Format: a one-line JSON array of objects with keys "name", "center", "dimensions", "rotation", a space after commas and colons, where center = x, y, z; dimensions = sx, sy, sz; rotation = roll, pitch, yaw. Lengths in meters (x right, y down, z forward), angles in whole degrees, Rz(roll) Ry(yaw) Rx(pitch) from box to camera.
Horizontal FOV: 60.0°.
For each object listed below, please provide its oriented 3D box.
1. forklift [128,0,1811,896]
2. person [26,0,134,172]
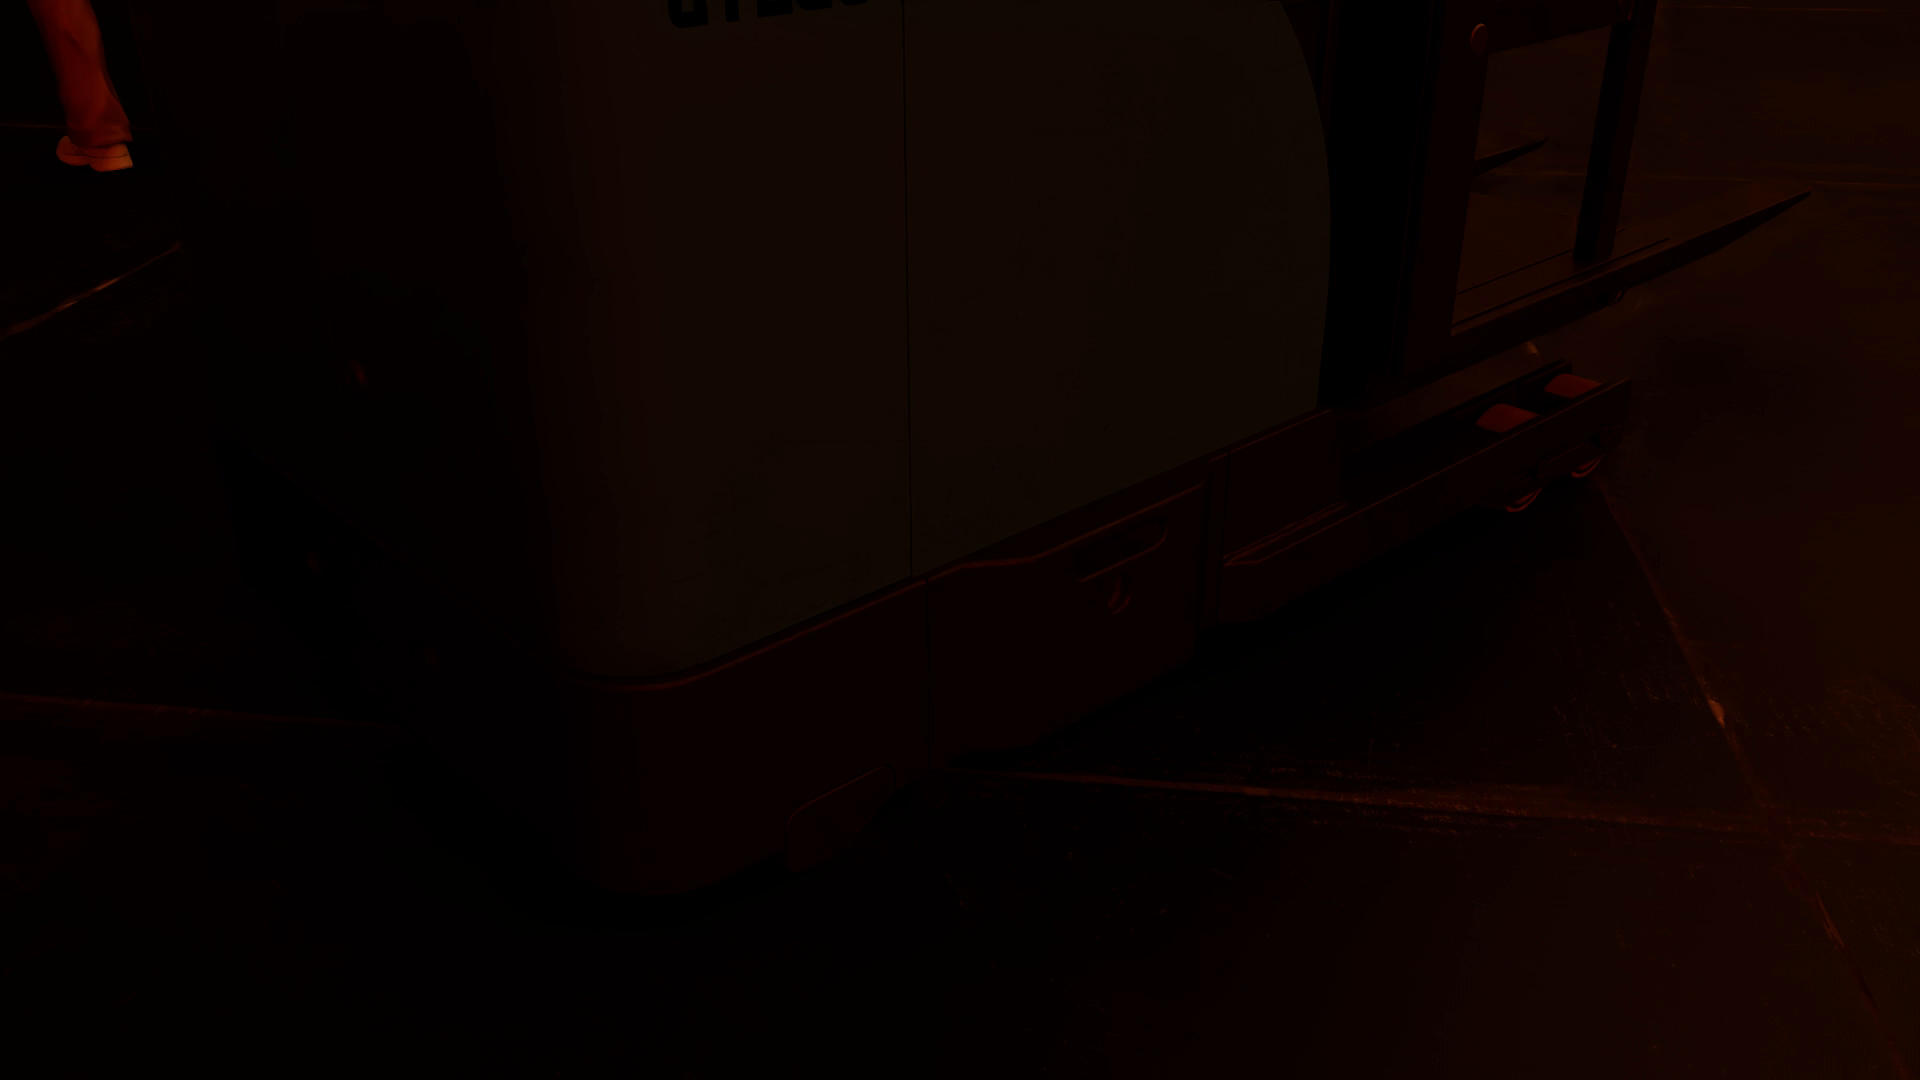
[{"name": "forklift", "center": [0.446, -1.507, 2.237], "dimensions": [3.031, 2.935, 1.130], "rotation": [-22, 34, -37]}, {"name": "person", "center": [-2.284, -1.790, 4.244], "dimensions": [0.360, 1.647, 0.516], "rotation": [23, 35, 39]}]
